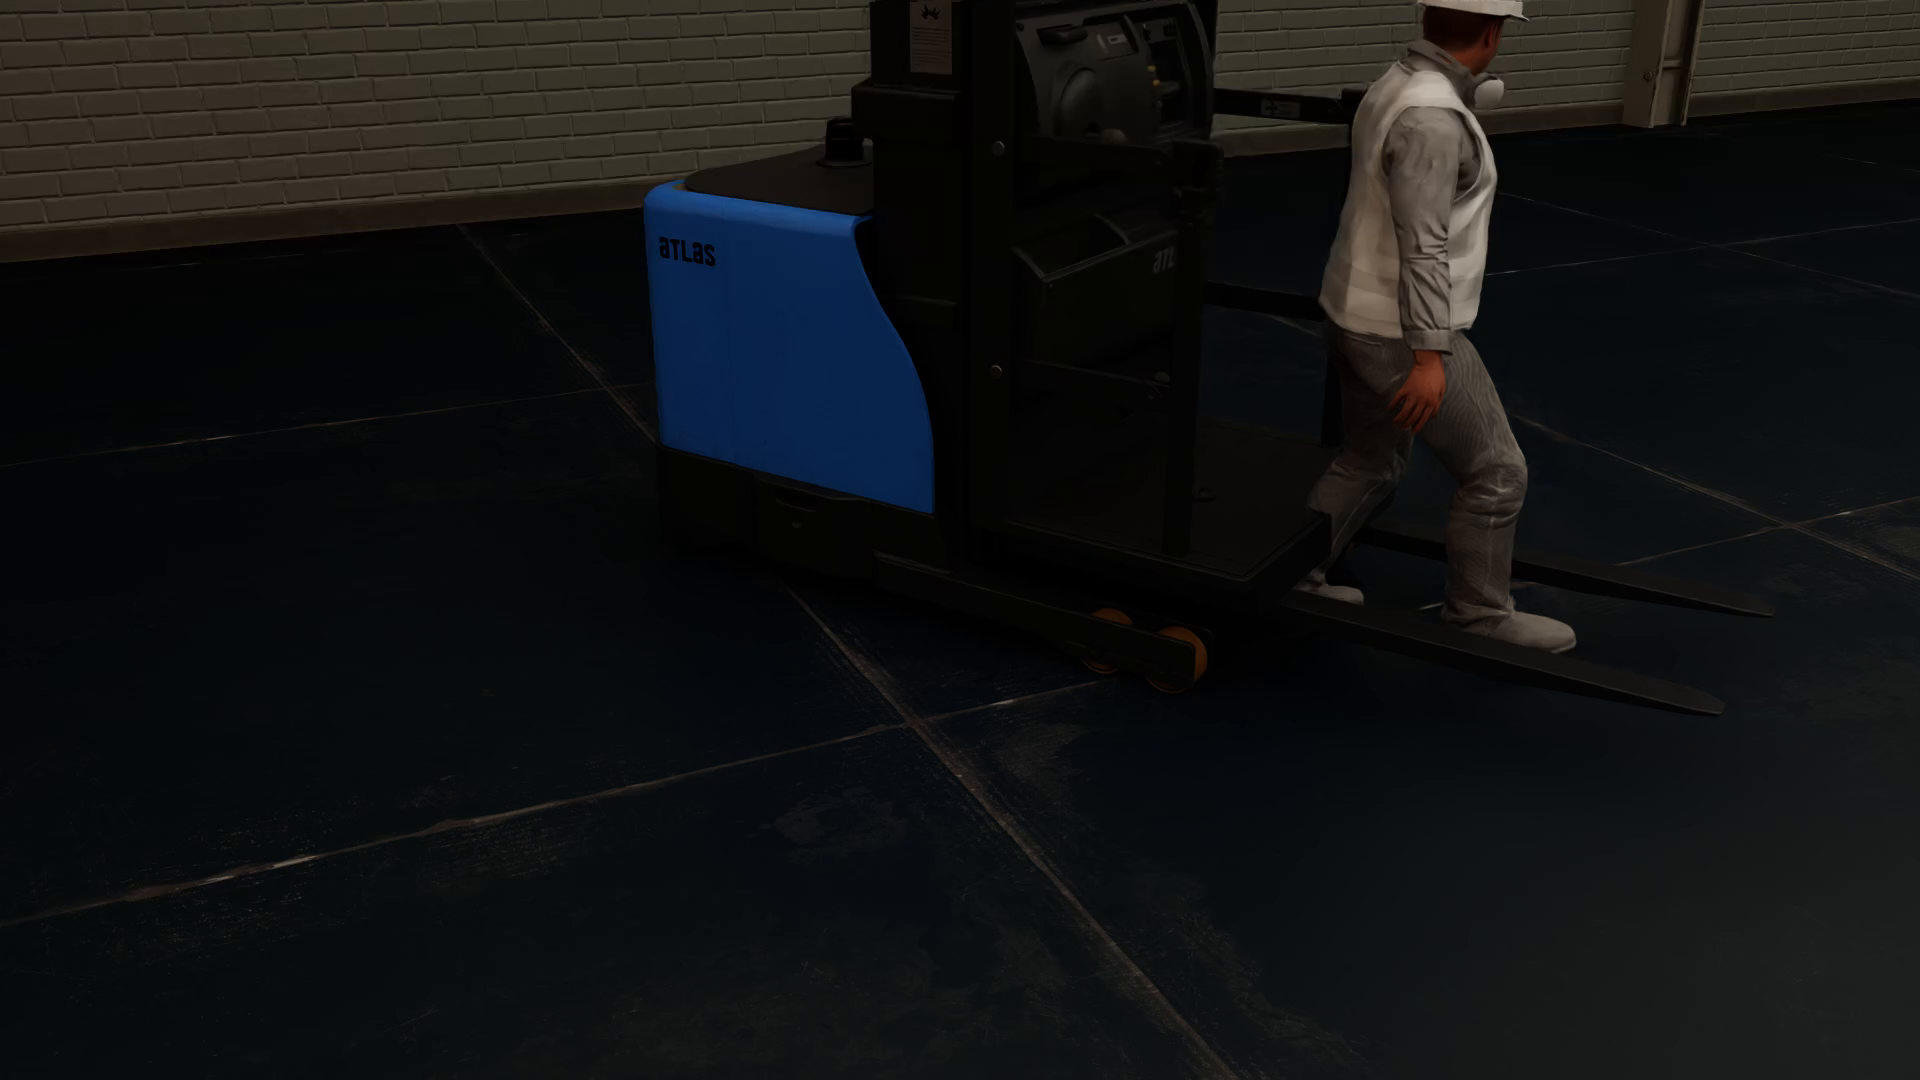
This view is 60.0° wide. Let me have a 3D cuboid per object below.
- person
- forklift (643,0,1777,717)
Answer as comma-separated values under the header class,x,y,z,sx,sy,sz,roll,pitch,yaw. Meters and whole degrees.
class,x,y,z,sx,sy,sz,roll,pitch,yaw
person,1.173,-0.533,4.043,0.746,1.730,0.740,0,23,-1
forklift,0.586,-1.199,4.173,3.031,2.935,1.130,15,27,31
